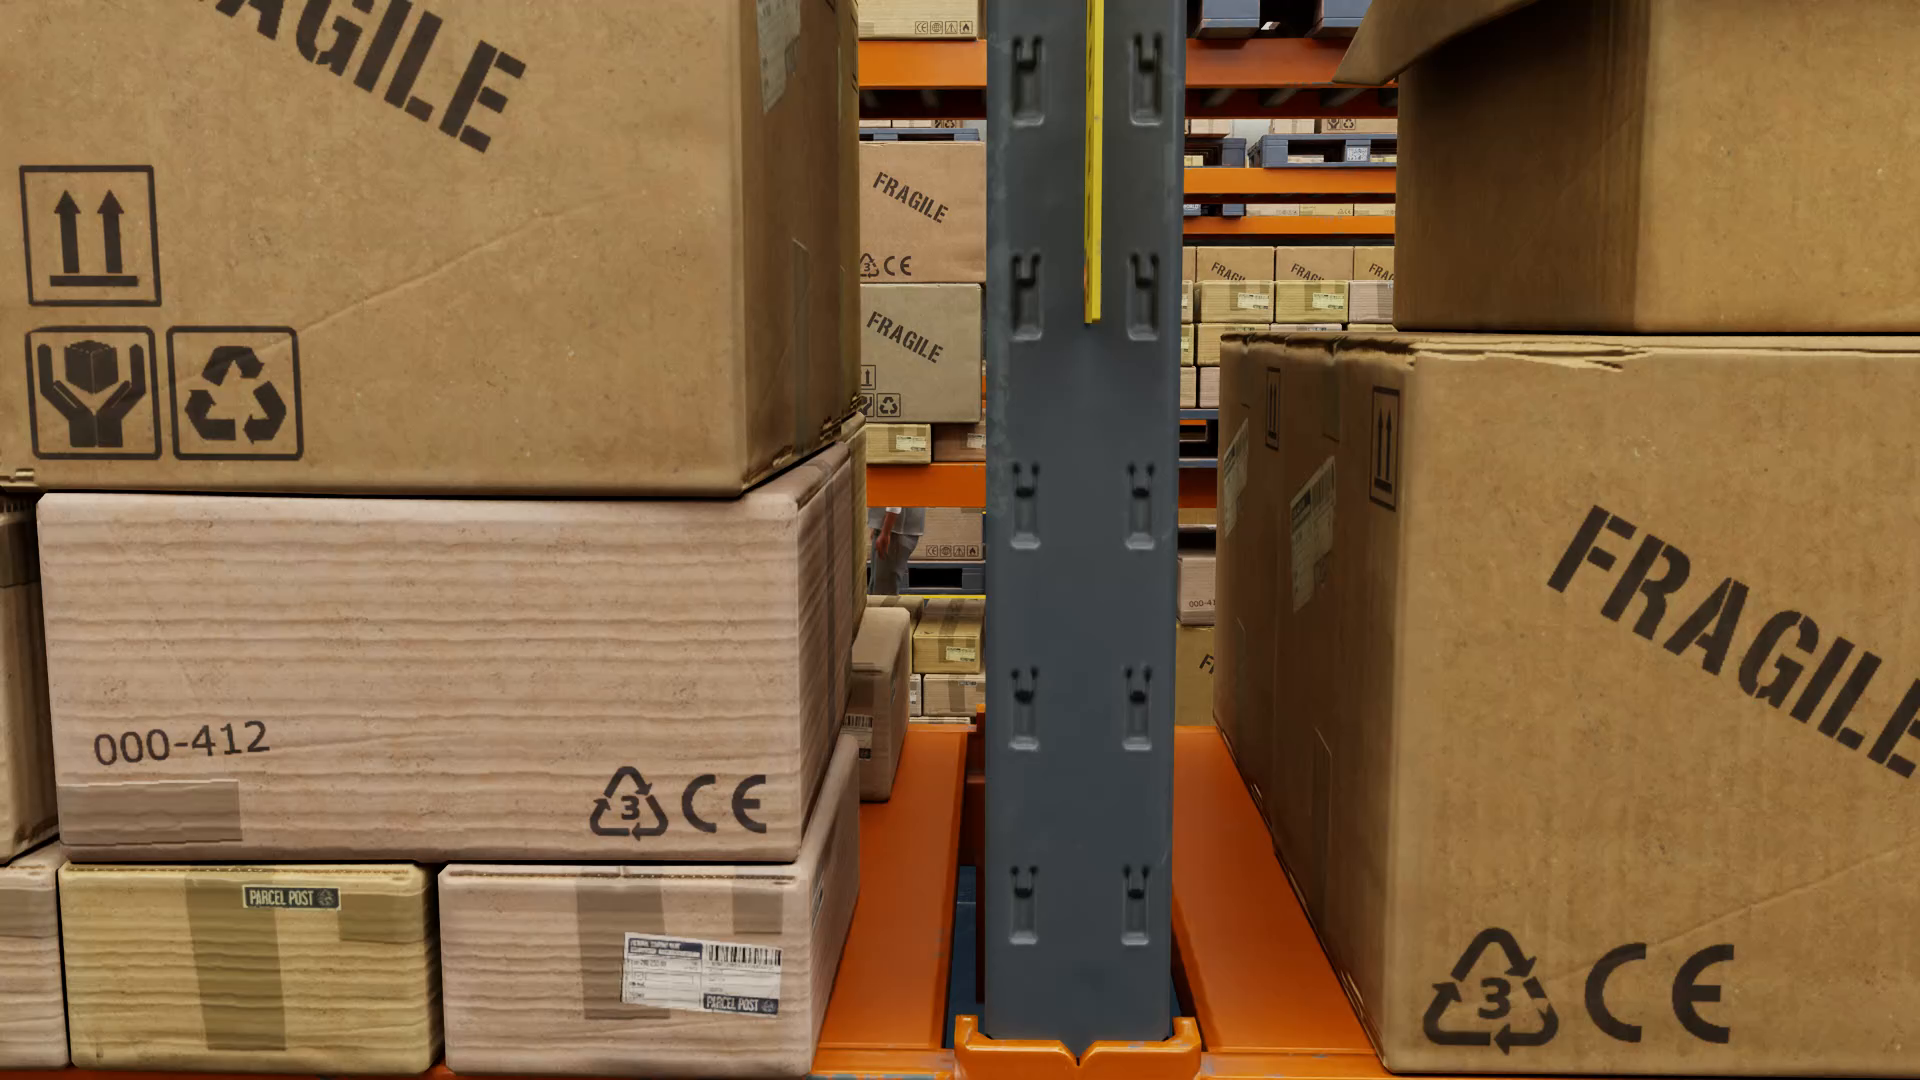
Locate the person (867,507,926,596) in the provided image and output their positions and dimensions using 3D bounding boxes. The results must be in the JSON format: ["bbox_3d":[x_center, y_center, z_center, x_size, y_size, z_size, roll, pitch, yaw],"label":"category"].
[{"bbox_3d":[-0.345,-0.037,8.105,0.343,1.593,0.462,-1,7,-7],"label":"person"}]
